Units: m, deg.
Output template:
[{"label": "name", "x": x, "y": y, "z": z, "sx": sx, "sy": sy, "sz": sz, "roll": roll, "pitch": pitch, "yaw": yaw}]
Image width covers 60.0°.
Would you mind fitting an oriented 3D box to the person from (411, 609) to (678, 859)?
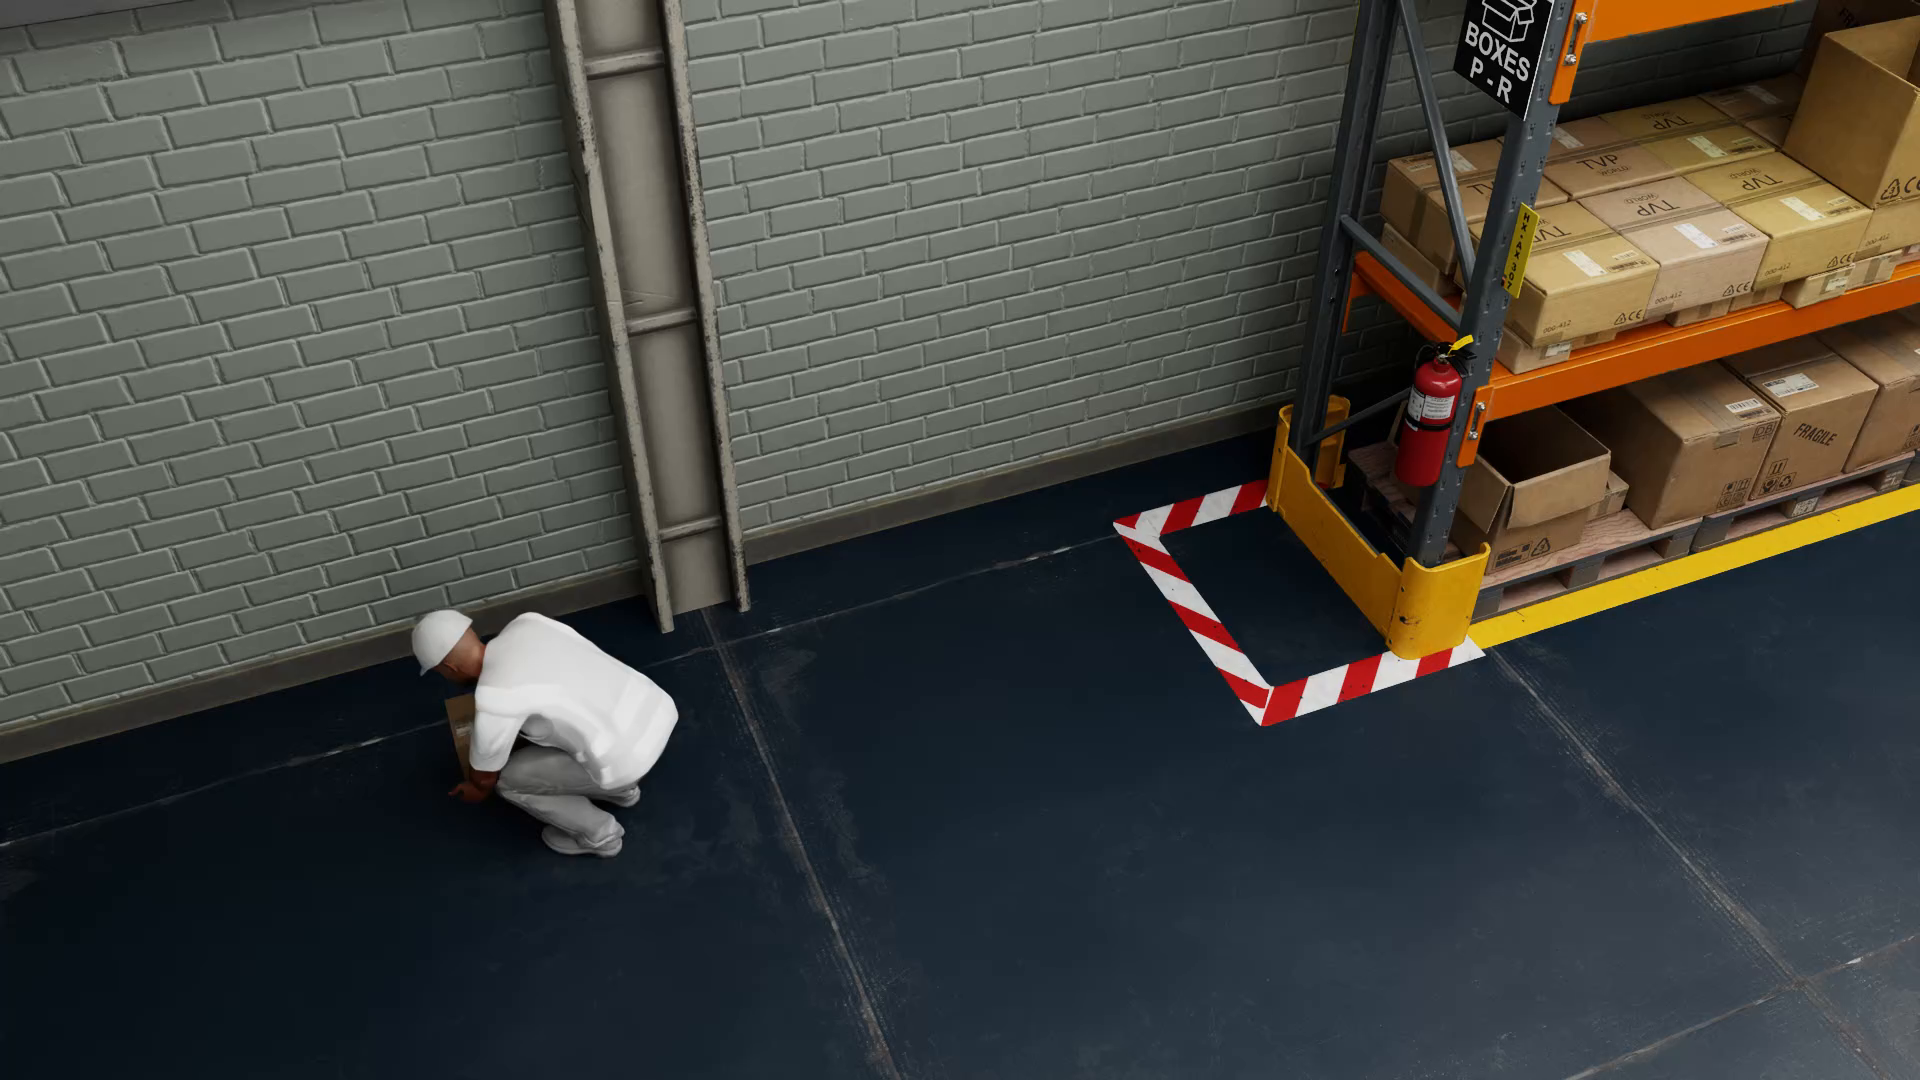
[{"label": "person", "x": -1.488, "y": 0.673, "z": 5.950, "sx": 0.909, "sy": 1.018, "sz": 0.574, "roll": 11, "pitch": 43, "yaw": 12}]
